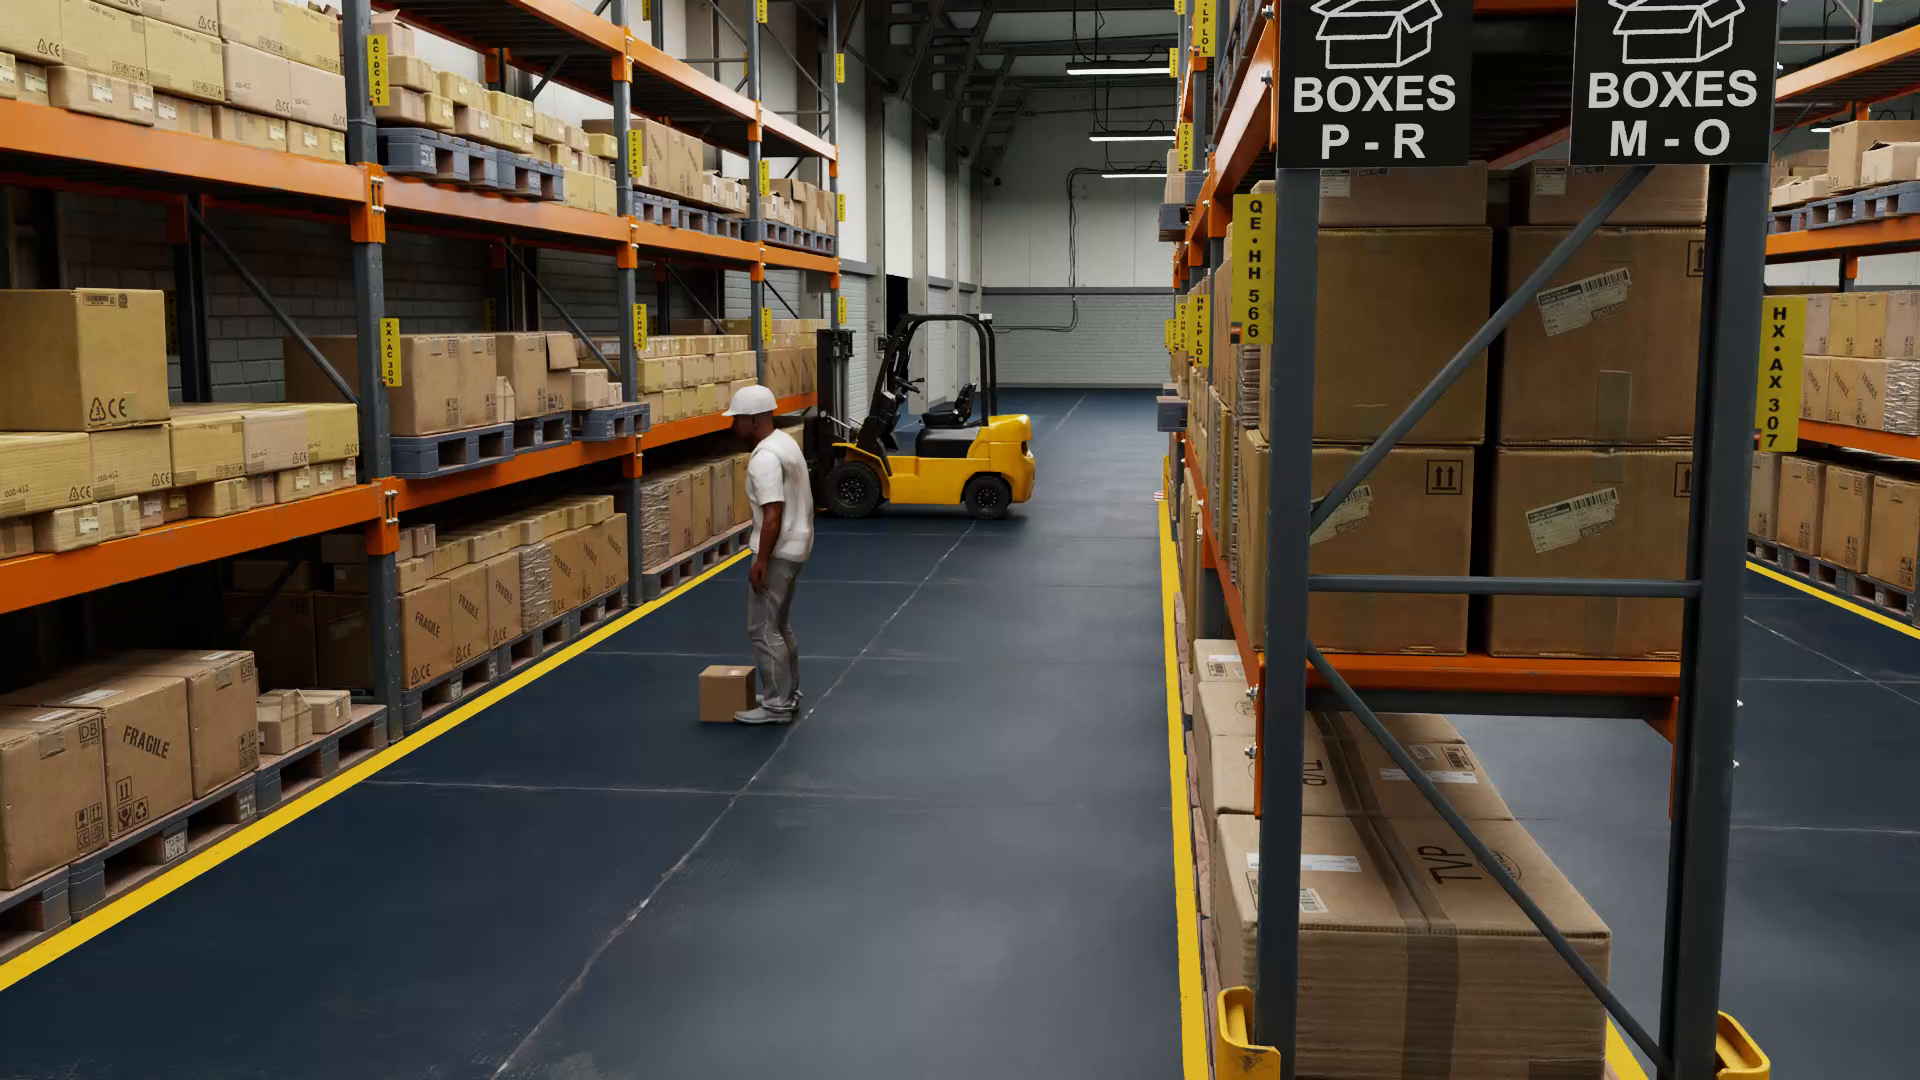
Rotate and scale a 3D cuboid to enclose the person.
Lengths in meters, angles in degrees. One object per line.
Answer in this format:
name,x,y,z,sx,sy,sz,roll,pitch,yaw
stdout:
person,-0.998,0.070,8.696,0.463,1.759,0.626,0,8,4
